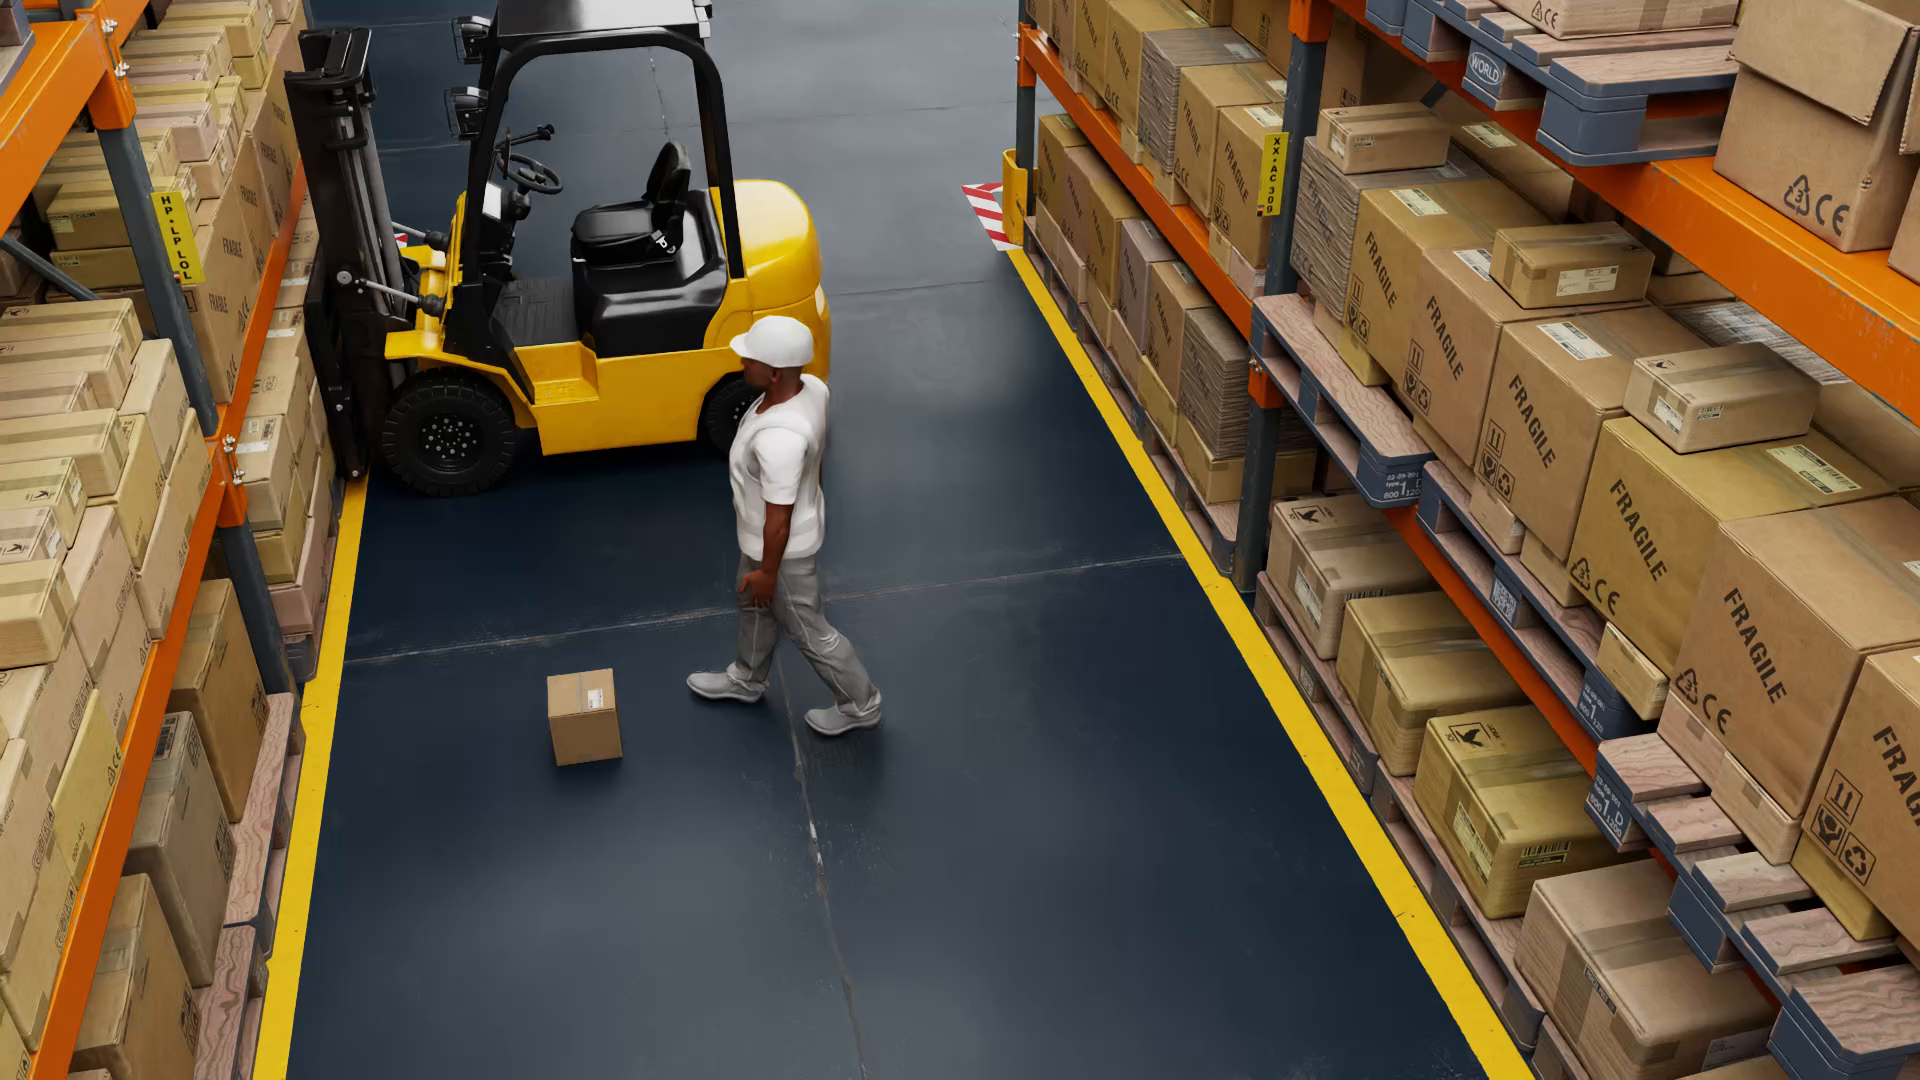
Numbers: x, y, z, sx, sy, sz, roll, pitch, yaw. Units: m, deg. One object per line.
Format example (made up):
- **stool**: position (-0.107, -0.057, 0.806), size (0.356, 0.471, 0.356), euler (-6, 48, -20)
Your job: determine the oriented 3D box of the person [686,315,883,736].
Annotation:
- **person**: position (-0.704, -0.024, 6.162), size (0.812, 1.758, 0.573), euler (0, 34, 1)
